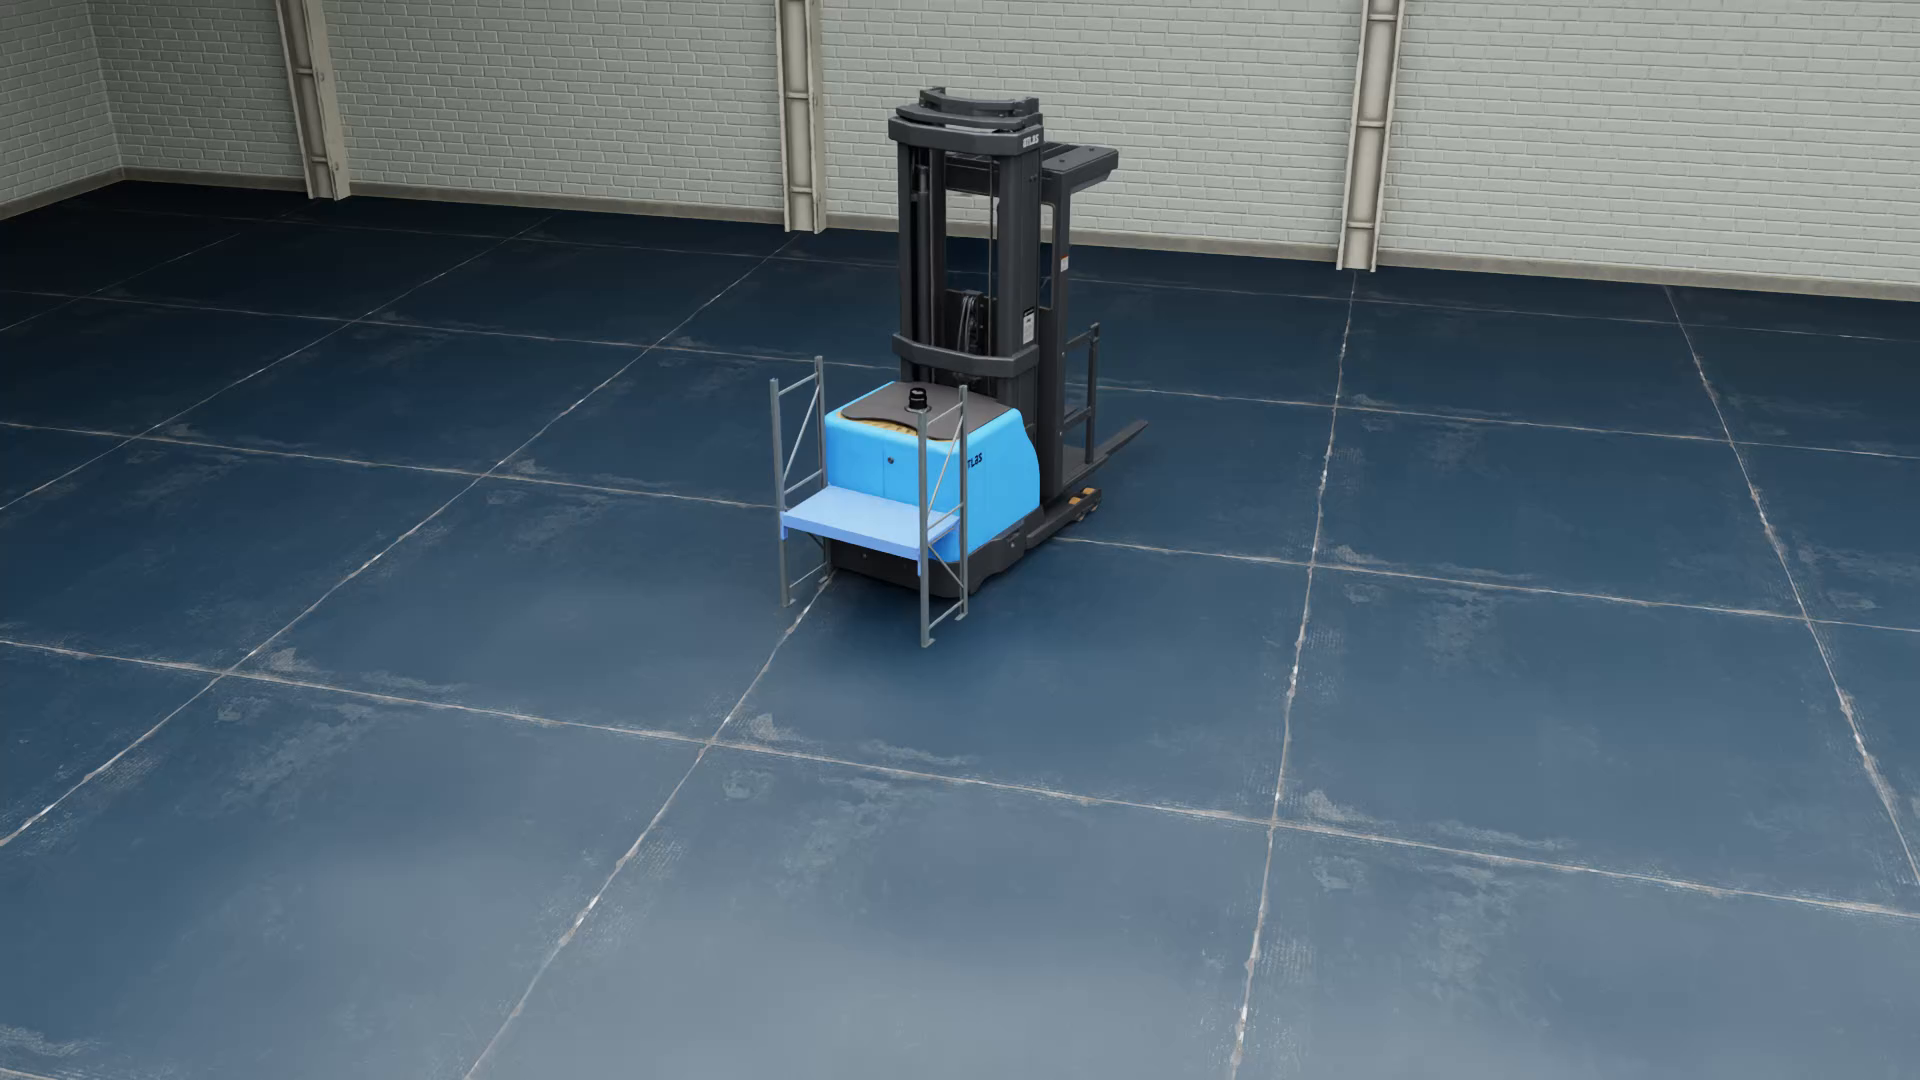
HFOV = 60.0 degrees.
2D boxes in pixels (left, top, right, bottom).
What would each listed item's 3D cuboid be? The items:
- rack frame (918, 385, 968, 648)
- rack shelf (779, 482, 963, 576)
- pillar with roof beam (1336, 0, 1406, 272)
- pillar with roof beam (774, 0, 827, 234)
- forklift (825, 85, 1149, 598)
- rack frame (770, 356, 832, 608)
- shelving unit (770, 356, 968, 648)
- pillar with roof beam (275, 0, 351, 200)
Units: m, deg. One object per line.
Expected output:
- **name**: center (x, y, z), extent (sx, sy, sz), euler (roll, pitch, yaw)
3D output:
- **rack frame**: center (-0.094, -0.128, 9.770), extent (0.032, 1.500, 0.500), euler (14, 29, 27)
- **rack shelf**: center (-0.532, -0.076, 10.080), extent (1.000, 0.185, 0.538), euler (14, 29, 27)
- **pillar with roof beam**: center (3.022, -5.095, 11.483), extent (0.400, 9.000, 9.100), euler (6, 26, 13)
- **pillar with roof beam**: center (-2.788, -5.737, 12.832), extent (0.400, 9.000, 9.100), euler (6, 26, 13)
- **forklift**: center (0.338, -1.551, 11.099), extent (1.130, 2.935, 3.031), euler (15, 29, 29)
- **rack frame**: center (-0.971, -0.349, 10.234), extent (0.032, 1.500, 0.500), euler (14, 29, 27)
- **shelving unit**: center (-0.533, -0.238, 10.002), extent (1.048, 1.500, 0.538), euler (14, 29, 27)
- **pillar with roof beam**: center (-8.599, -6.379, 14.181), extent (0.400, 9.000, 9.100), euler (6, 26, 13)
